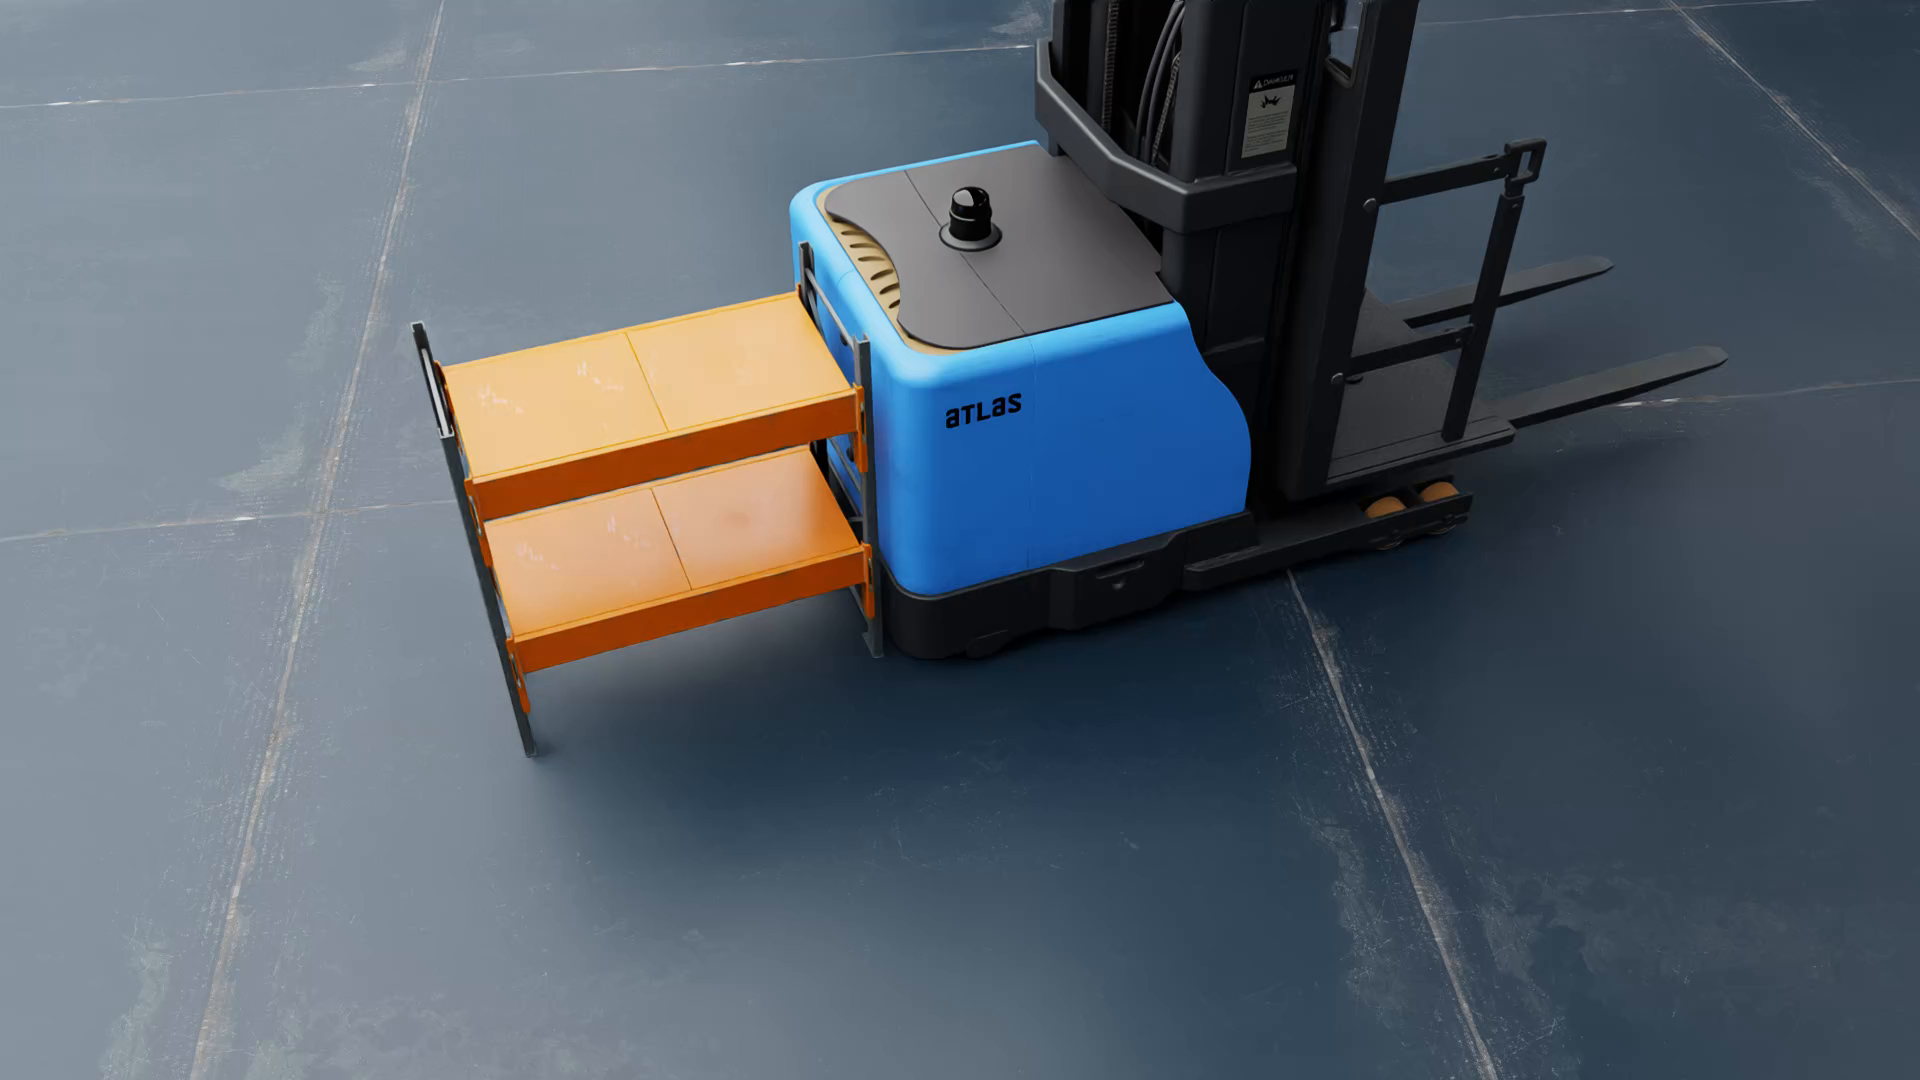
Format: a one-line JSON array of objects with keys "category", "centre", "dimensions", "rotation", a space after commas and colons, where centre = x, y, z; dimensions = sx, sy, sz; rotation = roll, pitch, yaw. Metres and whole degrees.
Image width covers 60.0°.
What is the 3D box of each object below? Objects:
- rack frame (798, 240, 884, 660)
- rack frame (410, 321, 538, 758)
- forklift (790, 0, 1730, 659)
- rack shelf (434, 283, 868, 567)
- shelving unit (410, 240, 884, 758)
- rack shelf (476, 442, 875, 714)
[{"category": "rack frame", "centre": [-0.329, -0.227, 4.662], "dimensions": [0.032, 1.125, 0.500], "rotation": [-15, 44, -16]}, {"category": "rack frame", "centre": [-1.273, 0.025, 4.383], "dimensions": [0.032, 1.125, 0.500], "rotation": [-15, 44, -16]}, {"category": "forklift", "centre": [1.066, -1.372, 4.583], "dimensions": [3.031, 2.935, 1.130], "rotation": [-15, 44, -16]}, {"category": "rack shelf", "centre": [-0.801, -0.318, 4.326], "dimensions": [1.000, 0.278, 0.538], "rotation": [-15, 44, -16]}, {"category": "shelving unit", "centre": [-0.801, -0.101, 4.522], "dimensions": [1.048, 1.125, 0.538], "rotation": [-15, 44, -16]}, {"category": "rack shelf", "centre": [-0.801, 0.080, 4.686], "dimensions": [1.000, 0.278, 0.538], "rotation": [-15, 44, -16]}]
